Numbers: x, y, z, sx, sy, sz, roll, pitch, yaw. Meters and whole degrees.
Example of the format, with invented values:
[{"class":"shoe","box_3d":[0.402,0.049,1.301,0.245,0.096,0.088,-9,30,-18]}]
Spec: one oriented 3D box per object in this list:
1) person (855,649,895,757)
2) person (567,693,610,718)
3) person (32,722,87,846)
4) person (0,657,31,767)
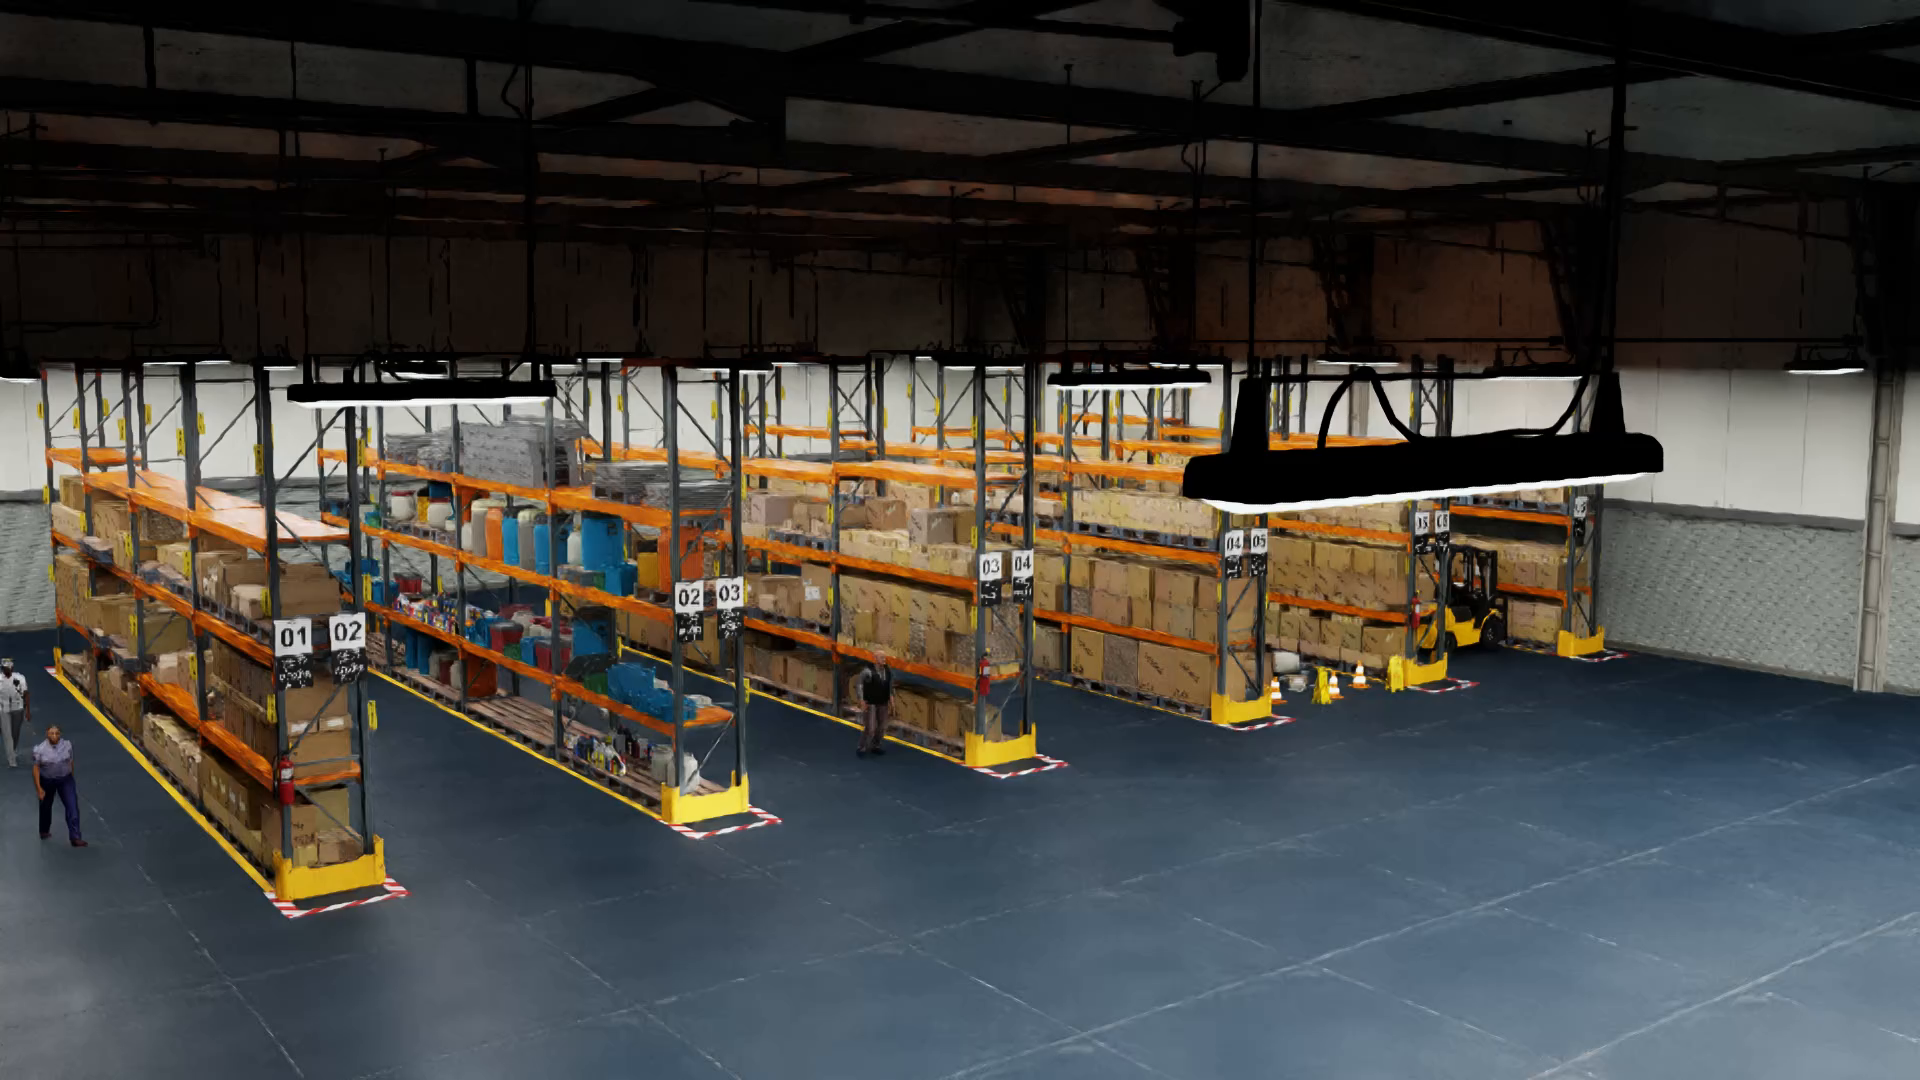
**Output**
[{"class":"person","box_3d":[-1.297,2.471,25.347,0.677,1.674,0.534,-5,9,-37]},{"class":"person","box_3d":[-6.259,2.123,27.882,0.571,1.702,1.114,-5,9,-38]},{"class":"person","box_3d":[-11.353,3.041,20.857,0.481,1.565,1.091,-5,9,-38]},{"class":"person","box_3d":[-14.191,2.534,24.895,0.461,1.626,0.999,-5,9,-37]}]
